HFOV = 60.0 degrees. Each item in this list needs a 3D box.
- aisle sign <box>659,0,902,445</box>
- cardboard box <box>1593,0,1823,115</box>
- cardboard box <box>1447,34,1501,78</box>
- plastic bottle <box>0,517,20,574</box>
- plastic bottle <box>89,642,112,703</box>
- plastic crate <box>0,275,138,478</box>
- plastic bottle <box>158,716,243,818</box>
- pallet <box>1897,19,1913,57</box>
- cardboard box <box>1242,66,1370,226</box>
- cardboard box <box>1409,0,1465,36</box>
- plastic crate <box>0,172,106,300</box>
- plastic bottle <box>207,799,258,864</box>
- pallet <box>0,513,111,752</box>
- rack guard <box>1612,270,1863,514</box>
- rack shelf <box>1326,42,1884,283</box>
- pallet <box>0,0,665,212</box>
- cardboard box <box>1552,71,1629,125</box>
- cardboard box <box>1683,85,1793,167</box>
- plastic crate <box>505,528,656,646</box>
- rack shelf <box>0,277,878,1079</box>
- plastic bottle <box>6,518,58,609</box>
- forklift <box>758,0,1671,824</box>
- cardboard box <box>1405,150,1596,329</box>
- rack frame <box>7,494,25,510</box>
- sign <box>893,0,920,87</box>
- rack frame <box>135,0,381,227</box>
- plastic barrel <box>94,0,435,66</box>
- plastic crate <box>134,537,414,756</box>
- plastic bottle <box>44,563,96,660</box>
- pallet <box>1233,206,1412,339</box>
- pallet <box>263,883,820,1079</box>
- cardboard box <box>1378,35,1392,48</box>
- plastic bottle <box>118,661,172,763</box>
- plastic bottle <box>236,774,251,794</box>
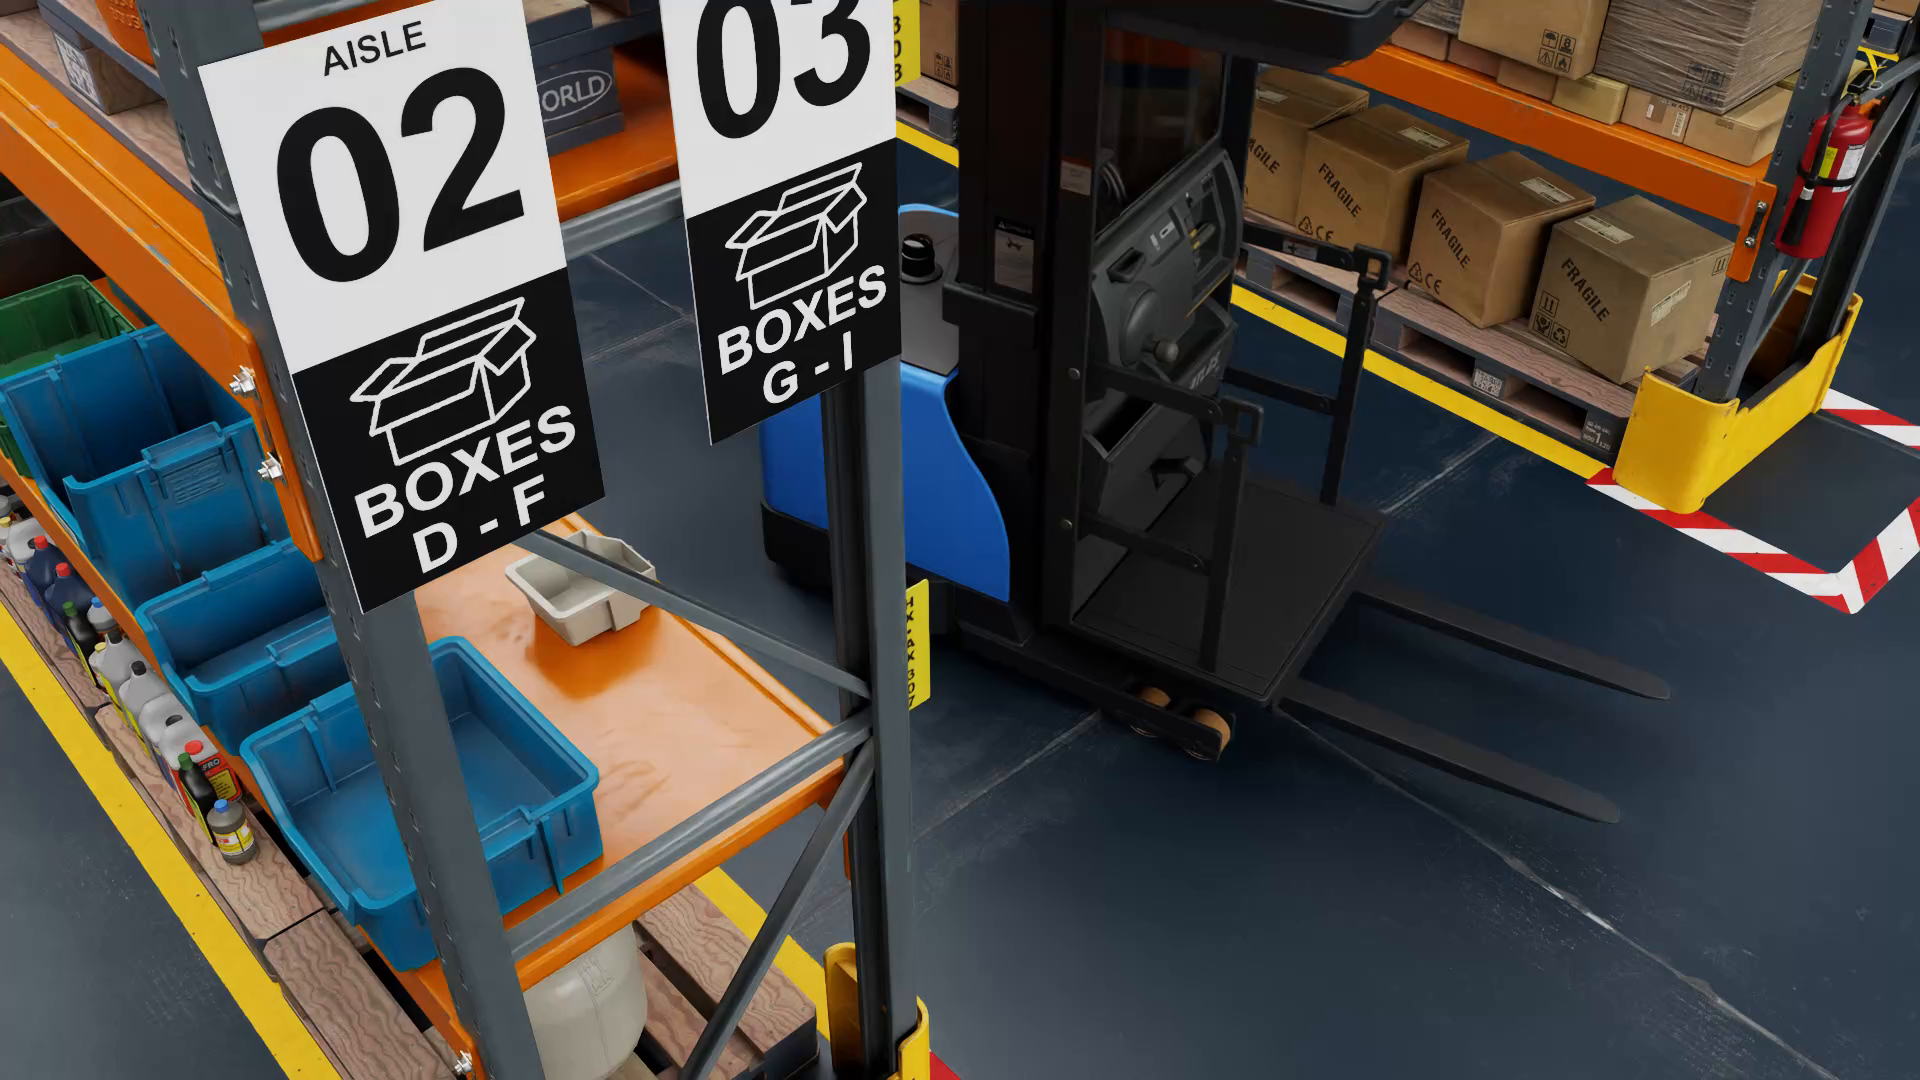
[{"bbox_3d":[-0.245,-0.539,2.461,0.394,0.787,0.004,-30,48,-32],"label":"aisle sign"},{"bbox_3d":[2.787,-1.962,5.976,0.875,0.500,0.500,-30,48,-32],"label":"cardboard box"},{"bbox_3d":[2.122,-1.953,6.481,0.380,0.149,0.250,-30,48,-32],"label":"cardboard box"},{"bbox_3d":[-3.253,0.011,5.727,0.097,0.201,0.097,0,39,0],"label":"plastic bottle"},{"bbox_3d":[-2.672,0.408,5.235,0.097,0.201,0.097,0,39,0],"label":"plastic bottle"},{"bbox_3d":[-2.504,-0.457,4.597,0.450,0.188,0.662,-30,48,-32],"label":"plastic crate"},{"bbox_3d":[-2.225,0.660,4.863,0.152,0.276,0.135,-30,47,-31],"label":"plastic bottle"},{"bbox_3d":[6.262,-2.854,9.616,1.003,0.211,1.213,-30,48,-32],"label":"pallet"},{"bbox_3d":[1.545,-1.866,7.828,0.500,0.500,0.500,30,48,32],"label":"cardboard box"},{"bbox_3d":[2.054,-2.392,6.508,0.875,0.500,0.500,-30,48,-32],"label":"cardboard box"},{"bbox_3d":[-2.954,-0.967,5.110,0.767,0.338,0.504,-30,48,-32],"label":"plastic crate"},{"bbox_3d":[-2.074,0.817,4.728,0.097,0.201,0.097,0,39,0],"label":"plastic bottle"},{"bbox_3d":[-2.791,0.126,5.926,1.003,0.211,1.213,-30,48,-32],"label":"pallet"},{"bbox_3d":[3.088,-0.604,6.600,1.175,0.500,0.348,-30,48,-32],"label":"rack guard"},{"bbox_3d":[1.786,-2.187,7.143,1.077,0.370,4.000,-30,48,-32],"label":"rack shelf"},{"bbox_3d":[-0.997,-0.954,2.807,1.003,0.211,1.213,-30,48,-32],"label":"pallet"},{"bbox_3d":[2.419,-1.698,6.164,0.380,0.149,0.250,-30,48,-32],"label":"cardboard box"},{"bbox_3d":[2.794,-1.488,5.905,0.380,0.149,0.250,-30,48,-32],"label":"cardboard box"},{"bbox_3d":[-0.878,0.115,3.930,0.298,0.136,0.250,-30,48,-32],"label":"plastic crate"},{"bbox_3d":[-1.862,-0.082,4.537,1.077,0.370,4.000,-30,48,-32],"label":"rack shelf"},{"bbox_3d":[-3.083,0.072,5.591,0.152,0.276,0.135,-28,47,-30],"label":"plastic bottle"},{"bbox_3d":[0.809,-0.815,4.926,3.031,2.935,1.130,21,44,24],"label":"forklift"},{"bbox_3d":[2.299,-1.290,7.116,0.500,0.500,0.500,-18,42,-21],"label":"cardboard box"},{"bbox_3d":[-3.215,-1.288,5.457,1.000,3.000,0.127,-30,48,-32],"label":"rack frame"},{"bbox_3d":[-0.101,-0.839,2.507,0.100,0.325,0.005,-30,48,-32],"label":"sign"},{"bbox_3d":[-0.509,-1.770,1.280,1.000,3.000,0.127,-30,48,-32],"label":"rack frame"},{"bbox_3d":[-0.932,-1.105,2.167,0.600,0.830,0.708,-30,48,-32],"label":"plastic barrel"},{"bbox_3d":[-1.503,0.214,3.716,0.499,0.251,0.408,-30,48,-32],"label":"plastic crate"},{"bbox_3d":[-2.847,0.209,5.362,0.185,0.351,0.144,32,49,33],"label":"plastic bottle"},{"bbox_3d":[1.743,-1.447,7.874,1.003,0.211,1.213,-30,48,-32],"label":"pallet"},{"bbox_3d":[-1.141,1.255,4.528,1.003,0.211,1.213,-30,48,-32],"label":"pallet"},{"bbox_3d":[1.702,-2.137,6.709,0.380,0.149,0.250,-30,48,-32],"label":"cardboard box"},{"bbox_3d":[-2.433,0.492,5.012,0.144,0.351,0.185,-28,47,-30],"label":"plastic bottle"},{"bbox_3d":[-2.147,0.612,4.917,0.061,0.283,0.133,-30,48,-32],"label":"plastic bottle"}]
